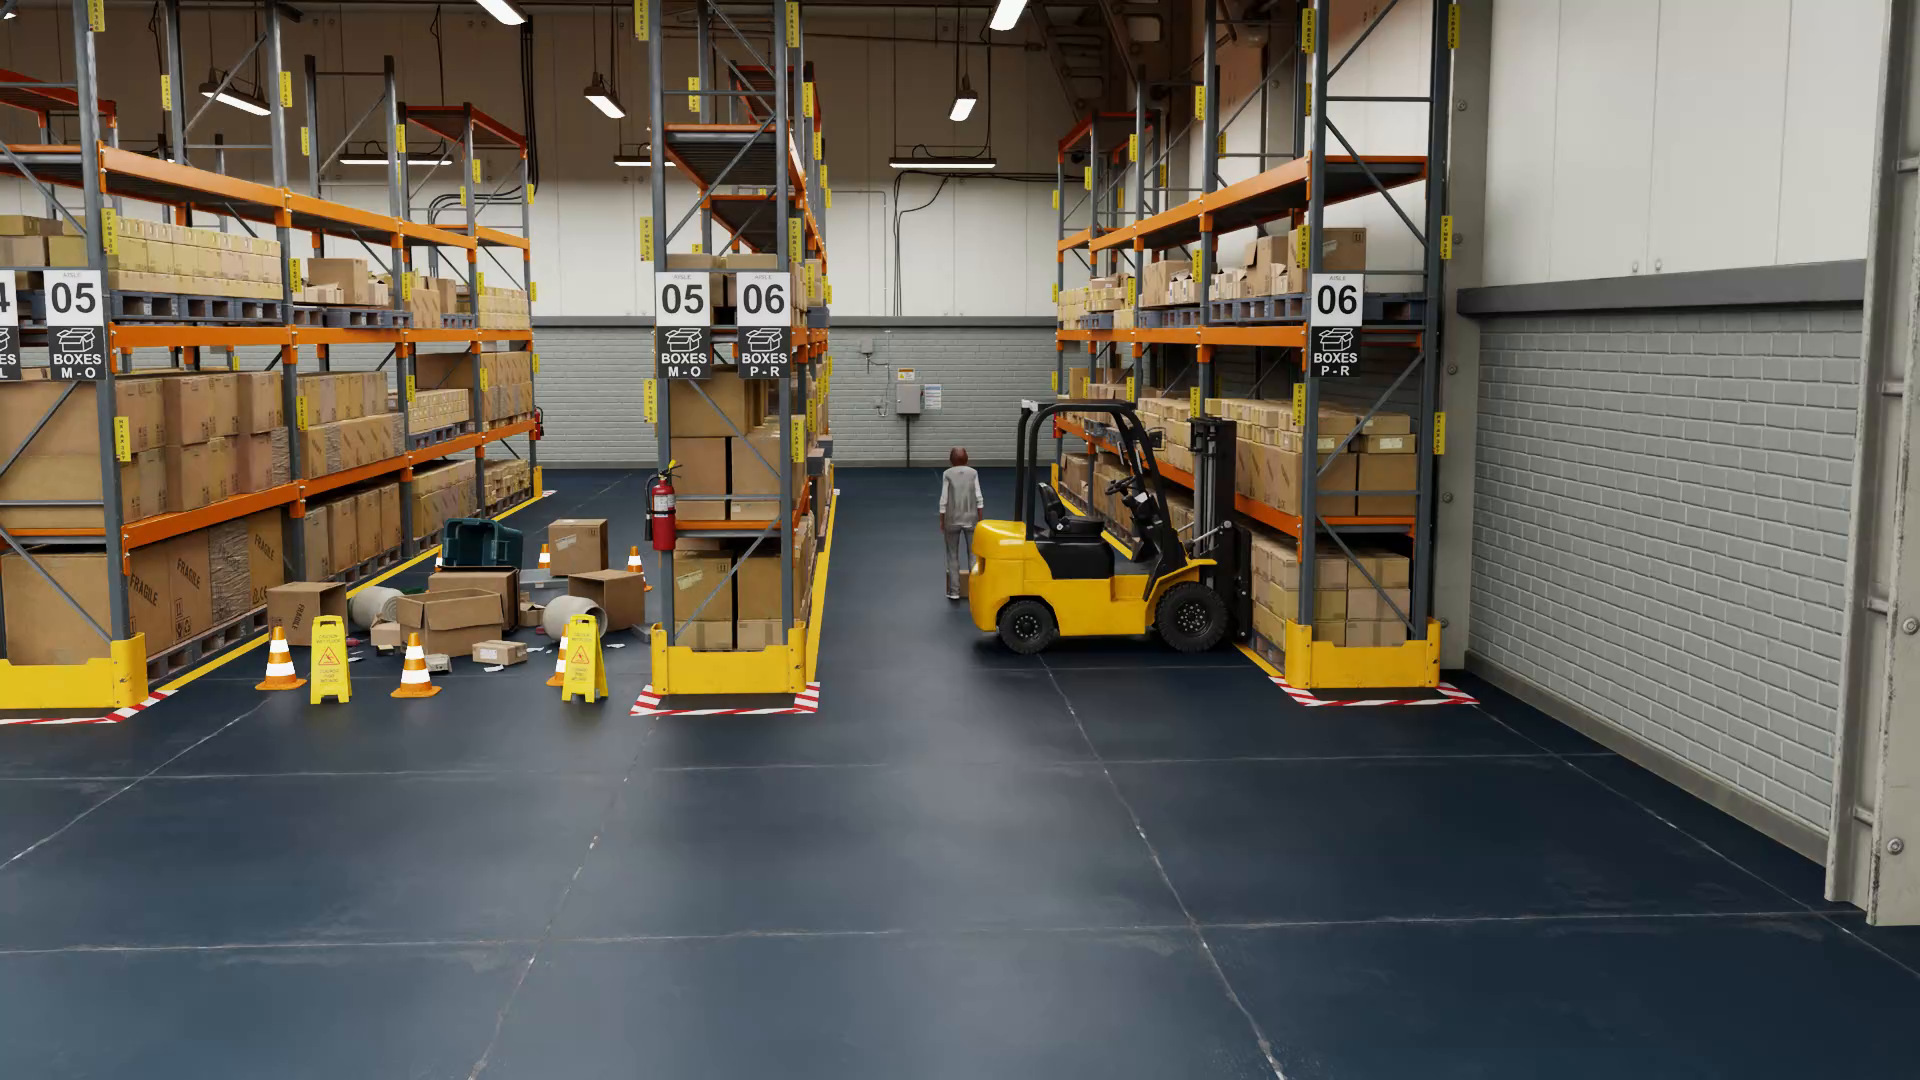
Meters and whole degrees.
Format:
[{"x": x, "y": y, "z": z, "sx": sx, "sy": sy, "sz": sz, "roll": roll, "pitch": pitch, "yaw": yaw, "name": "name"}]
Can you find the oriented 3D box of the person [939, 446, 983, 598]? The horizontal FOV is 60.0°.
[{"x": 0.015, "y": -0.178, "z": 17.244, "sx": 0.478, "sy": 1.592, "sz": 0.377, "roll": -1, "pitch": 7, "yaw": -7, "name": "person"}]
